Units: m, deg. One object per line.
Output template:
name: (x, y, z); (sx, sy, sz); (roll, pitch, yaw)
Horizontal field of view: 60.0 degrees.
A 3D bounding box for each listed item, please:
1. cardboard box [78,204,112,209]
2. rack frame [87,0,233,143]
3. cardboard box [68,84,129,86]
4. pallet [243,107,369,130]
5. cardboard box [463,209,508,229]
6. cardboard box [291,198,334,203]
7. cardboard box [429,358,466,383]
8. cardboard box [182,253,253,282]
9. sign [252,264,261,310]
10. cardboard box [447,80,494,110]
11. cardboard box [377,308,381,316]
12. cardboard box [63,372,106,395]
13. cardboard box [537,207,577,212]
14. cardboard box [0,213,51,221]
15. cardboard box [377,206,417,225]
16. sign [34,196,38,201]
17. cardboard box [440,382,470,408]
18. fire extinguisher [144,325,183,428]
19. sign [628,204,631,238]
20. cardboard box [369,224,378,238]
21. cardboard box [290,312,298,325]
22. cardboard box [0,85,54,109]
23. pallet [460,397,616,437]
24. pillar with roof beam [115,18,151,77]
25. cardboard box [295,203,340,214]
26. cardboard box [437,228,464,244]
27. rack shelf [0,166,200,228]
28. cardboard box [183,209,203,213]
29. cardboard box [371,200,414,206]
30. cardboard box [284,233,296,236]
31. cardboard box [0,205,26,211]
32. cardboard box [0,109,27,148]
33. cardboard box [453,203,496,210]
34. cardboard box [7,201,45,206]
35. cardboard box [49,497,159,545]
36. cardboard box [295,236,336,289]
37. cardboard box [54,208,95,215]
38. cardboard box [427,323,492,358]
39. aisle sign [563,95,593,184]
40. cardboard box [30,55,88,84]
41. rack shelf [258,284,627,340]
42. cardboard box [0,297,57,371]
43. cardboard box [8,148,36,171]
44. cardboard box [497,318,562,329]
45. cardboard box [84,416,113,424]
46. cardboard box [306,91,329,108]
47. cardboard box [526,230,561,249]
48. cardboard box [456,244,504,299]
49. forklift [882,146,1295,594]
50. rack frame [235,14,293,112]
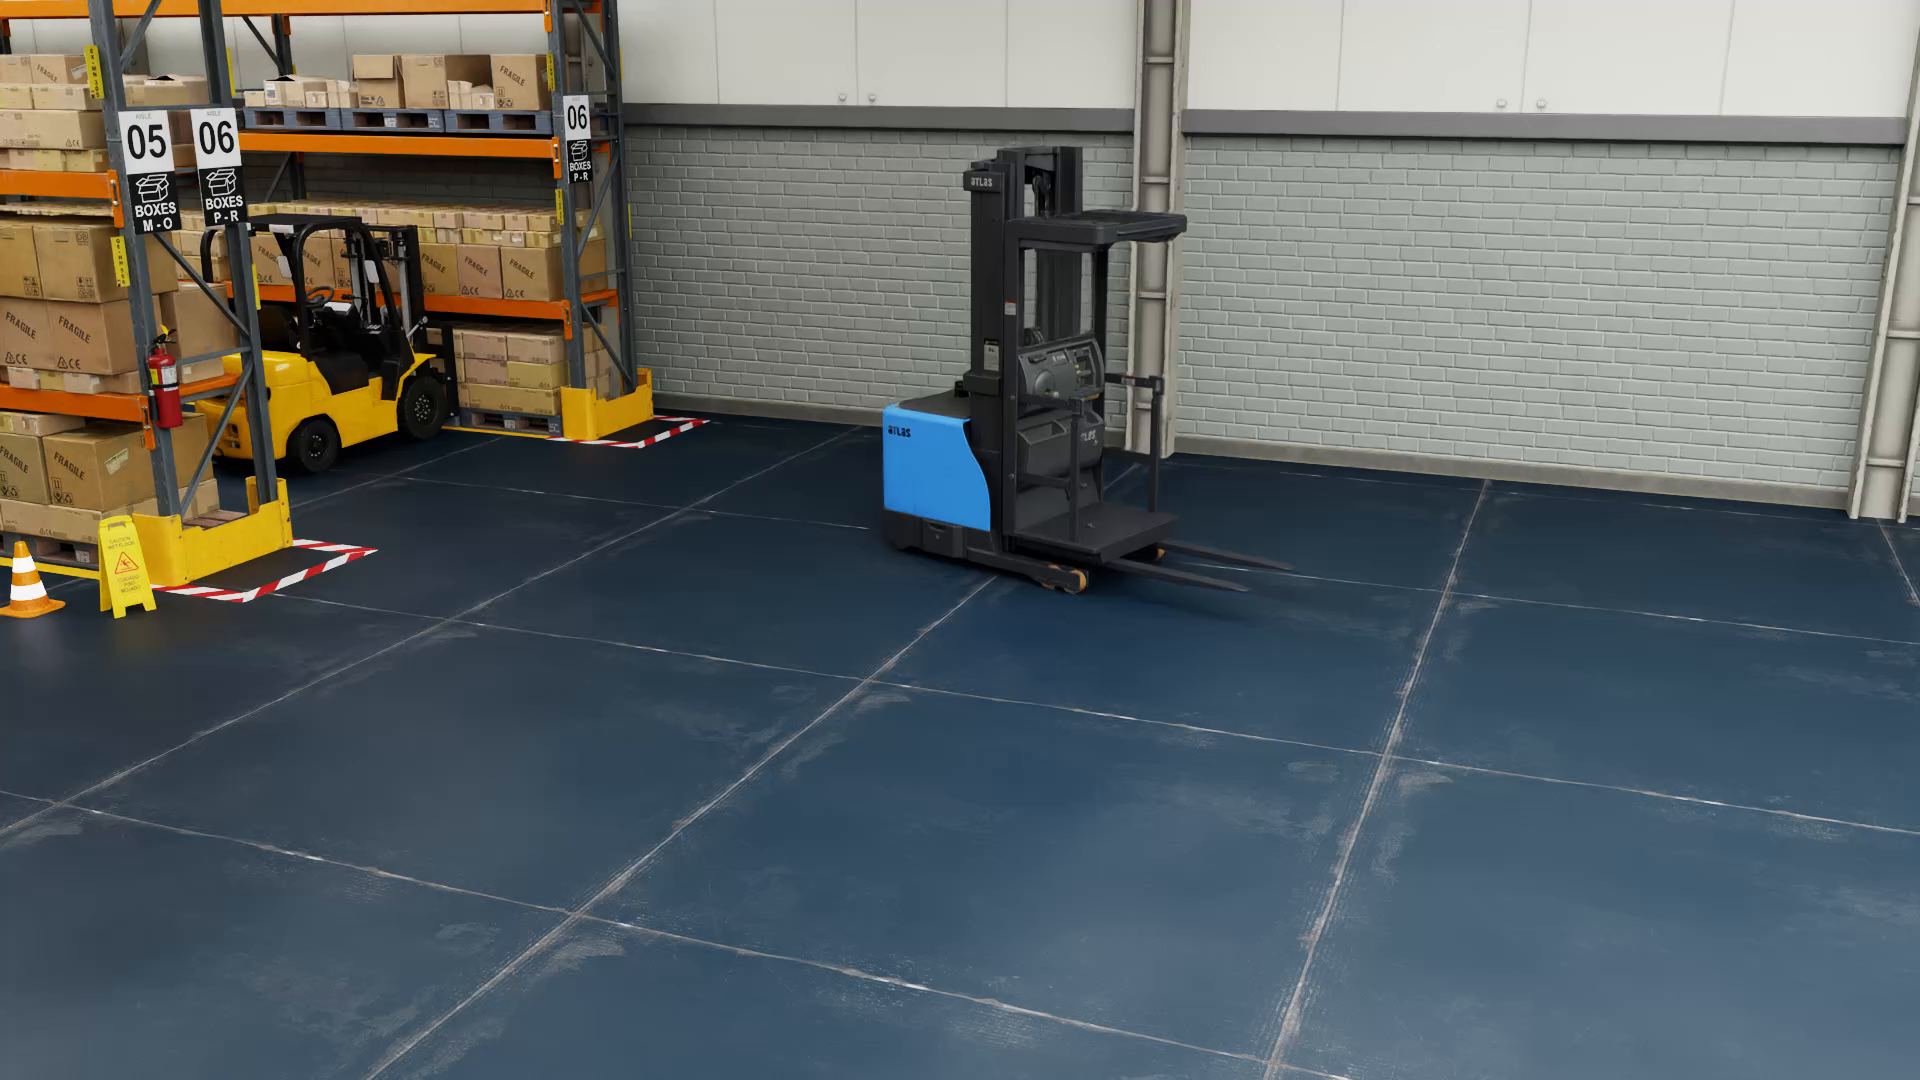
cardboard box: (-9.594, -3.662, 18.563); (0.250, 0.149, 0.380); (6, 17, 20)
rack frame: (-5.318, -4.152, 10.834); (0.127, 3.000, 1.000); (6, 17, 21)
cardboard box: (-6.024, -3.126, 11.702); (0.250, 0.149, 0.380); (6, 17, 21)
pallet: (-6.419, -4.285, 16.833); (1.213, 0.211, 1.003); (6, 17, 21)
cardboard box: (-4.609, -3.125, 16.180); (0.250, 0.149, 0.380); (6, 17, 21)
cardboard box: (-6.814, -3.516, 17.528); (0.250, 0.149, 0.380); (6, 17, 21)
cardboard box: (-5.019, -1.750, 16.603); (0.500, 0.250, 0.500); (6, 17, 19)
cardboard box: (-7.786, -2.879, 17.481); (0.500, 0.250, 0.500); (7, 17, 22)
sign: (-5.119, -1.827, 12.035); (0.005, 0.325, 0.100); (6, 17, 21)
cardboard box: (-4.619, -4.216, 15.745); (0.258, 0.266, 0.396); (6, 17, 21)
cardboard box: (-6.216, -2.281, 17.536); (0.500, 0.250, 0.500); (6, 17, 20)
cardboard box: (-6.021, -1.130, 11.637); (0.250, 0.149, 0.380); (6, 17, 20)
cardboard box: (-3.959, -3.194, 16.419); (0.250, 0.149, 0.380); (7, 18, 23)
cardboard box: (-6.854, -2.017, 11.734); (0.500, 0.500, 0.700); (6, 17, 20)
cardboard box: (-5.568, -3.228, 16.538); (0.250, 0.149, 0.380); (6, 17, 21)
sign: (-10.742, -4.077, 19.261); (0.005, 0.325, 0.100); (6, 17, 21)
cardboard box: (-4.975, -1.513, 16.683); (0.500, 0.250, 0.500); (6, 17, 21)
fire extinguisher: (-5.381, -1.102, 11.230); (0.183, 0.674, 0.296); (6, 17, 21)
sign: (-3.291, -3.156, 16.468); (0.005, 0.325, 0.100); (6, 17, 21)
cardboard box: (-5.841, -3.088, 16.588); (0.250, 0.149, 0.380); (6, 17, 19)
cardboard box: (-6.887, -2.198, 17.251); (0.500, 0.250, 0.500); (6, 17, 20)
cardboard box: (-6.428, -3.029, 11.366); (0.250, 0.149, 0.380); (6, 17, 21)
pallet: (-4.227, -1.287, 16.727); (1.213, 0.211, 1.003); (6, 17, 21)
pillar with roof beam: (-10.979, -5.242, 14.589); (0.400, 9.000, 9.100); (6, 17, 21)
cardboard box: (-6.517, -3.333, 16.899); (0.250, 0.149, 0.380); (6, 17, 20)
cardboard box: (-4.885, -2.985, 16.233); (0.250, 0.149, 0.380); (6, 17, 19)
rack shelf: (-7.179, -2.570, 12.058); (4.000, 0.370, 1.077); (6, 17, 21)
cardboard box: (-8.177, -3.506, 18.029); (0.250, 0.149, 0.380); (6, 17, 20)
cardboard box: (-5.855, -3.415, 17.179); (0.250, 0.149, 0.380); (6, 17, 20)
cardboard box: (-6.780, -3.200, 16.974); (0.250, 0.149, 0.380); (7, 17, 22)
cardboard box: (-10.505, -3.600, 18.353); (0.250, 0.149, 0.380); (7, 17, 22)
cardboard box: (-6.356, -2.820, 11.362); (0.500, 0.250, 0.500); (6, 17, 20)
cardboard box: (-4.903, -3.312, 16.824); (0.250, 0.149, 0.380); (6, 17, 19)
cardboard box: (-10.566, -3.756, 18.887); (0.250, 0.149, 0.380); (7, 18, 22)
cardboard box: (-6.191, -0.167, 12.049); (0.500, 0.250, 0.500); (6, 17, 20)
cardboard box: (-6.414, -2.854, 16.944); (0.500, 0.500, 0.500); (7, 17, 22)
cardboard box: (-9.550, -3.498, 18.000); (0.250, 0.149, 0.380); (7, 17, 22)
cardboard box: (-4.993, -1.986, 16.519); (0.500, 0.250, 0.500); (7, 17, 21)
aisle sign: (-3.547, -3.724, 15.459); (0.004, 0.787, 0.394); (6, 17, 21)
cardboard box: (-9.411, -4.874, 17.589); (0.500, 0.500, 0.500); (7, 17, 22)
rack shelf: (-5.361, -2.418, 16.912); (4.000, 0.370, 1.077); (6, 17, 21)
cardboard box: (-6.388, -1.498, 11.741); (0.500, 0.500, 0.500); (6, 17, 21)
cardboard box: (-6.231, -2.608, 11.346); (0.250, 0.149, 0.380); (7, 18, 22)
cardboard box: (-4.344, -2.068, 16.803); (0.500, 0.250, 0.500); (6, 17, 21)
cardboard box: (-6.477, -0.721, 12.611); (0.500, 0.500, 0.500); (6, 17, 19)
cardboard box: (-6.201, -4.334, 16.360); (0.250, 0.149, 0.380); (7, 18, 22)
cardboard box: (-3.926, -2.881, 15.874); (0.250, 0.149, 0.380); (7, 17, 21)
cardboard box: (-4.534, -2.644, 16.222); (0.500, 0.500, 0.500); (7, 18, 22)
forklift: (0.879, -1.202, 11.557); (3.031, 2.935, 1.130); (13, 20, 37)
rack frame: (-7.221, -5.849, 16.680); (0.127, 3.000, 1.000); (6, 17, 21)
